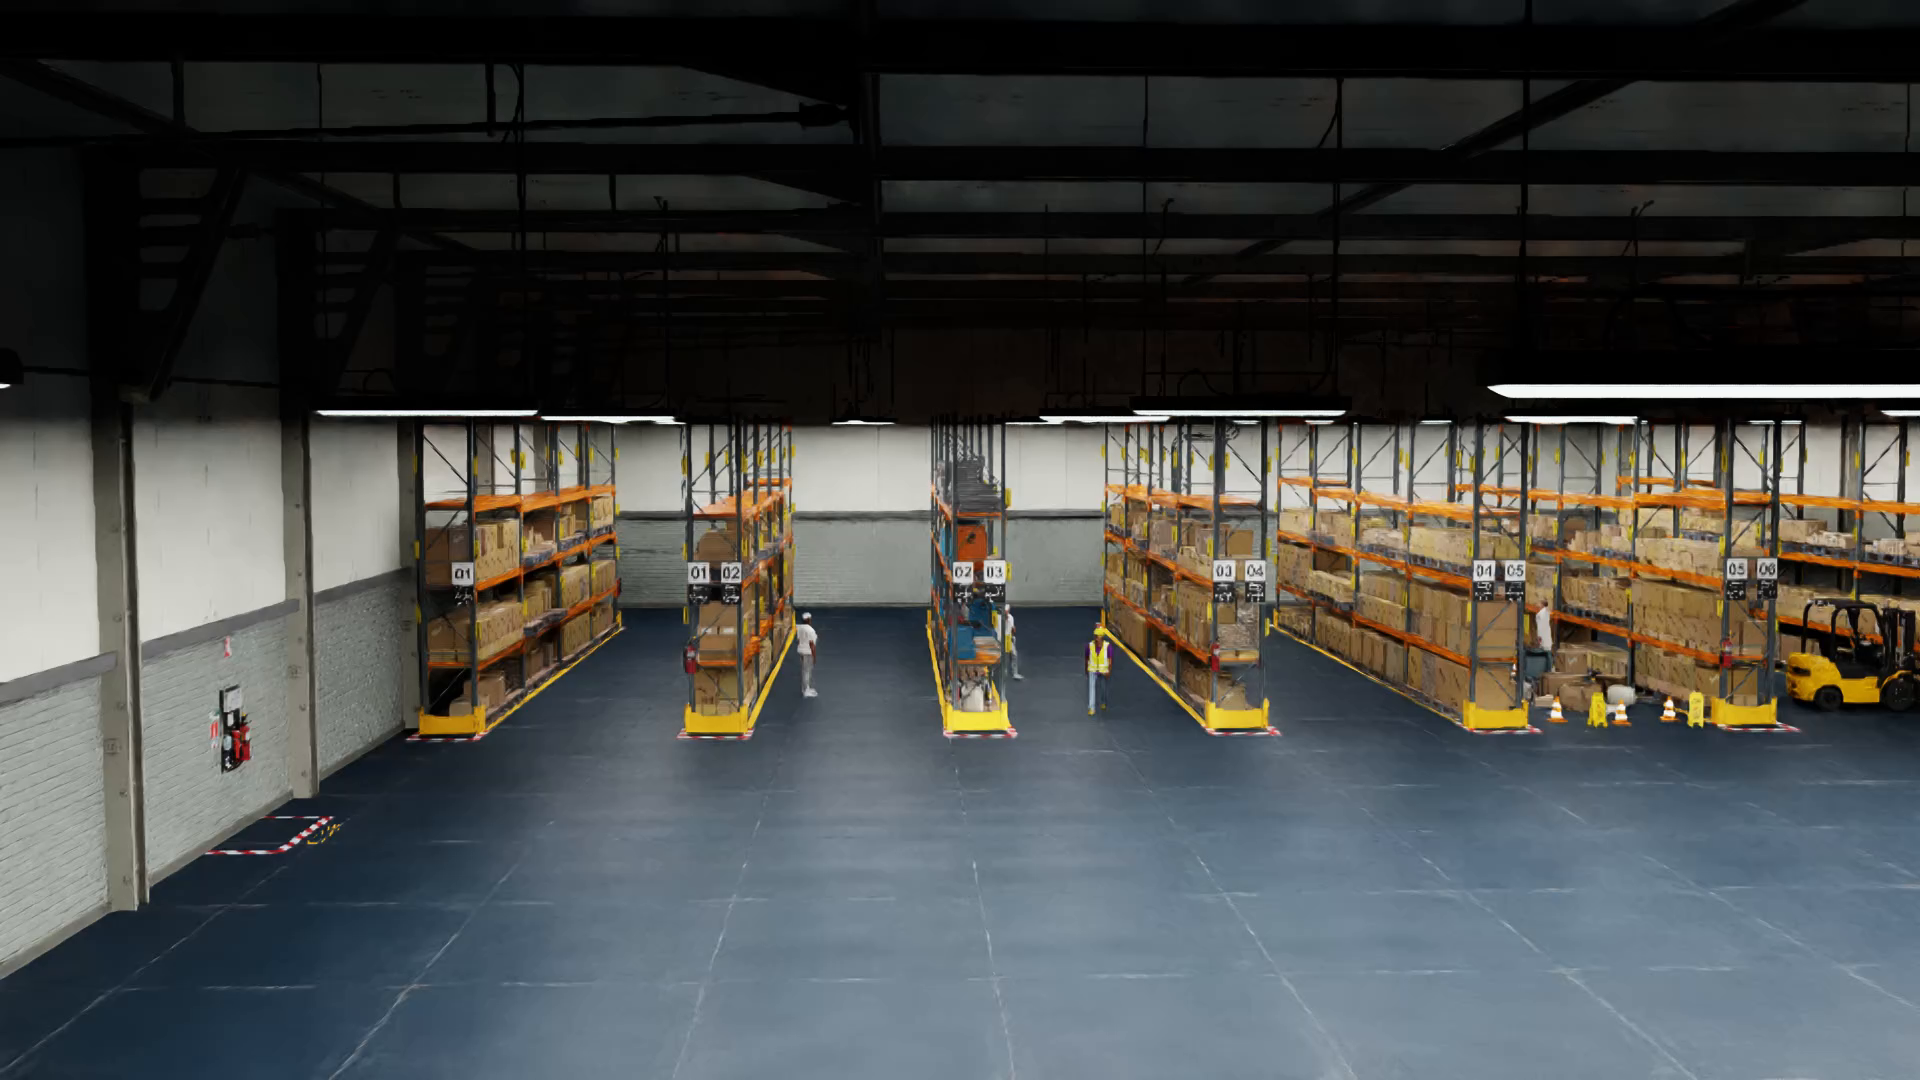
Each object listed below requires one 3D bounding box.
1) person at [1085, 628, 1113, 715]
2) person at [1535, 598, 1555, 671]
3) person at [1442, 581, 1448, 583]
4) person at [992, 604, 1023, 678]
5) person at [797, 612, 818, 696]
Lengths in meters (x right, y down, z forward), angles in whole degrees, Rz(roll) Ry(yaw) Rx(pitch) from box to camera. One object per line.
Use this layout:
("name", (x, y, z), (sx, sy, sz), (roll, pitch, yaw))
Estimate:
("person", (2.775, 2.601, 33.189), (0.569, 1.708, 1.042), (0, 4, 7))
("person", (13.404, 2.210, 38.329), (0.641, 1.772, 0.689), (2, 4, 22))
("person", (12.554, 1.889, 43.025), (0.588, 1.784, 0.666), (1, 4, 20))
("person", (0.985, 2.283, 37.828), (0.701, 1.718, 0.849), (-1, 4, -19))
("person", (-3.222, 2.409, 35.467), (0.447, 1.771, 0.632), (-3, 5, -33))
